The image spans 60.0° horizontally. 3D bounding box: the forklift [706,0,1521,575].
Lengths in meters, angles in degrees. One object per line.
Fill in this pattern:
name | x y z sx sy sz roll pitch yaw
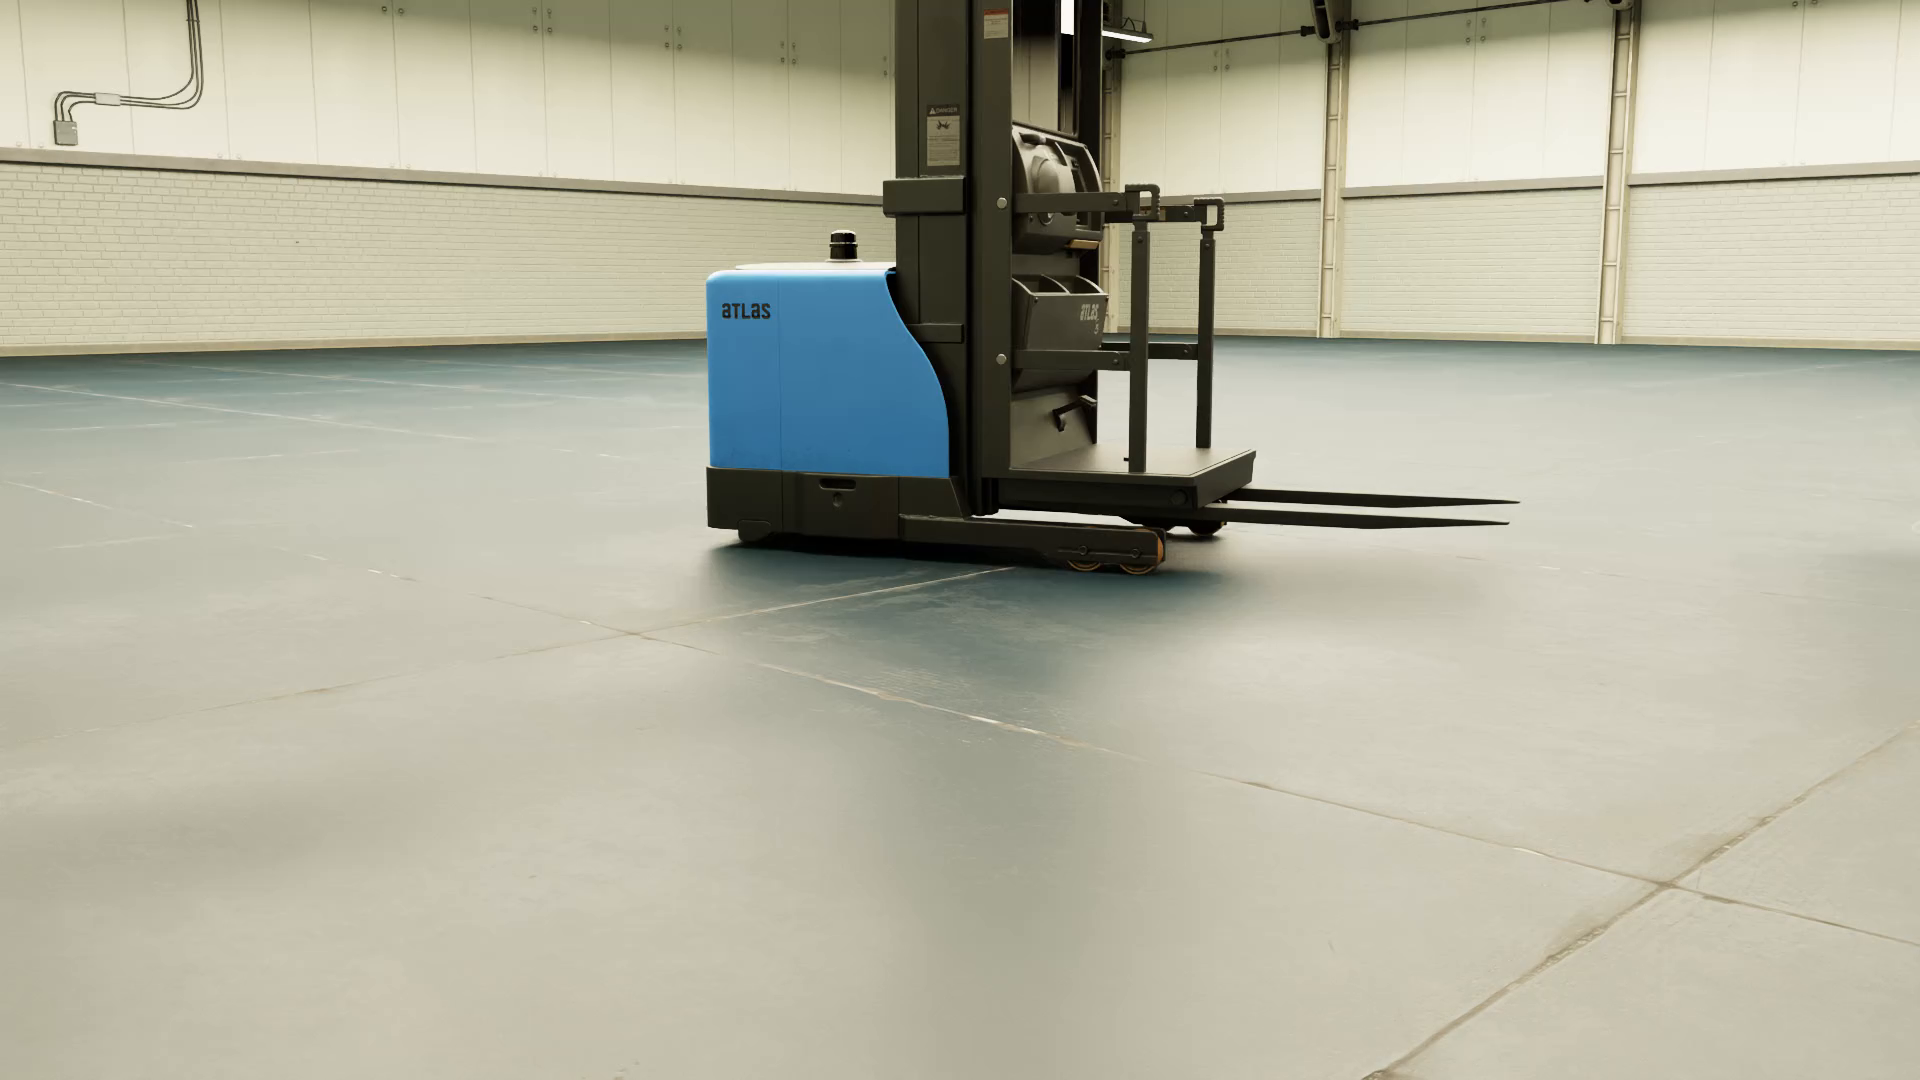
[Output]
forklift | 0.565 -1.416 6.275 3.031 2.935 1.130 3 9 22
